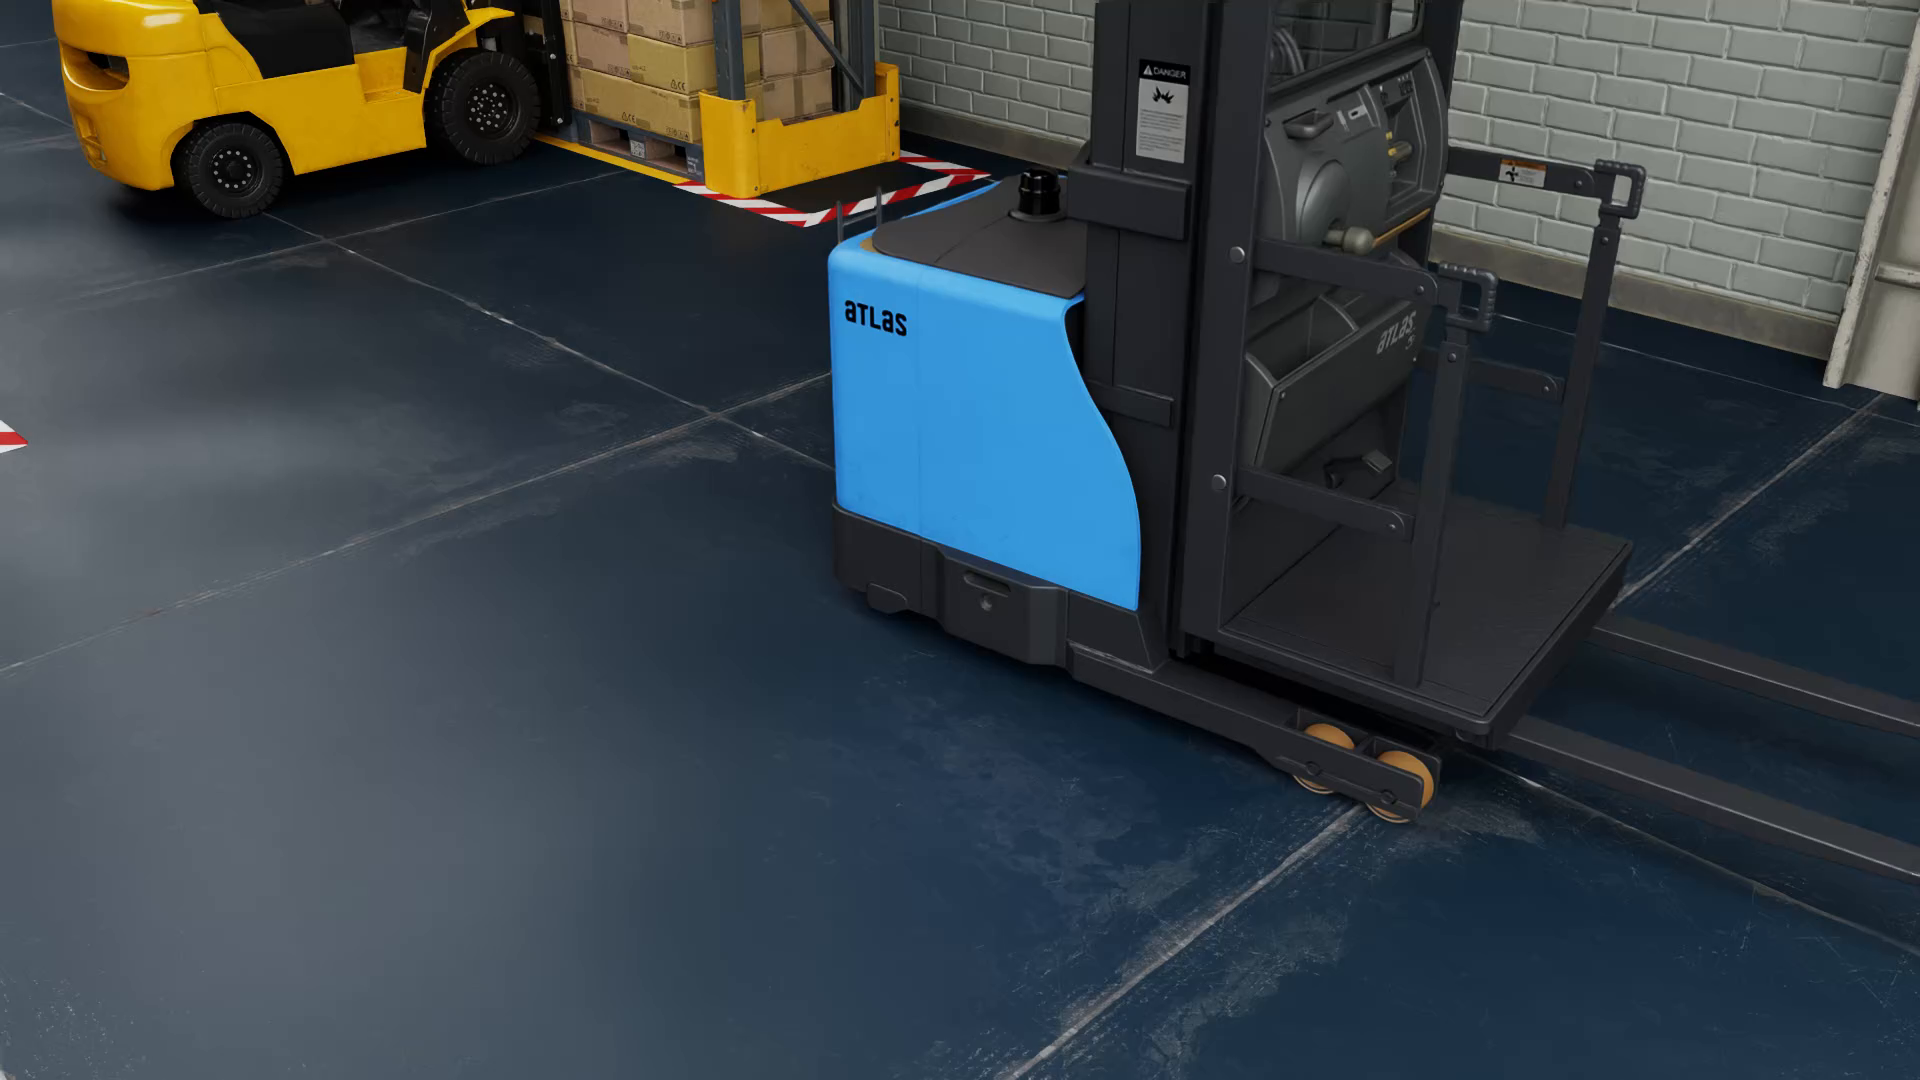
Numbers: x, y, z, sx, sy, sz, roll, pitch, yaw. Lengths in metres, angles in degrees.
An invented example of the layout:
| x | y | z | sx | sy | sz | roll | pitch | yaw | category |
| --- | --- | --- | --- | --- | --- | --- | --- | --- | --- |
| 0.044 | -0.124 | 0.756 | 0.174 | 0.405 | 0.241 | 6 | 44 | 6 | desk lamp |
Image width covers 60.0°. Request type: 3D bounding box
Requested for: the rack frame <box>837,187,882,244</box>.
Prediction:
| x | y | z | sx | sy | sz | roll | pitch | yaw | category |
| --- | --- | --- | --- | --- | --- | --- | --- | --- | --- |
| -0.300 | -0.565 | 5.197 | 0.008 | 1.050 | 0.200 | 19 | 33 | 32 | rack frame |

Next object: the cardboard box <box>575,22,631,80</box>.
| x | y | z | sx | sy | sz | roll | pitch | yaw | category |
| --- | --- | --- | --- | --- | --- | --- | --- | --- | --- |
| -1.774 | -2.754 | 9.231 | 0.500 | 0.250 | 0.500 | 24 | 36 | 38 | cardboard box |

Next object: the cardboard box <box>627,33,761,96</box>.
| x | y | z | sx | sy | sz | roll | pitch | yaw | category |
| --- | --- | --- | --- | --- | --- | --- | --- | --- | --- |
| -1.424 | -2.587 | 8.913 | 0.500 | 0.250 | 0.500 | 24 | 36 | 38 | cardboard box |

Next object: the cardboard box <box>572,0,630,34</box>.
| x | y | z | sx | sy | sz | roll | pitch | yaw | category |
| --- | --- | --- | --- | --- | --- | --- | --- | --- | --- |
| -1.773 | -2.964 | 9.094 | 0.500 | 0.250 | 0.500 | -25 | 36 | -38 | cardboard box |

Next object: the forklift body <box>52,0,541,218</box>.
| x | y | z | sx | sy | sz | roll | pitch | yaw | category |
| --- | --- | --- | --- | --- | --- | --- | --- | --- | --- |
| -3.489 | -2.979 | 8.605 | 1.214 | 2.155 | 2.313 | 25 | 36 | 38 | forklift body |

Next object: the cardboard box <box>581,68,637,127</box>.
| x | y | z | sx | sy | sz | roll | pitch | yaw | category |
| --- | --- | --- | --- | --- | --- | --- | --- | --- | --- |
| -1.762 | -2.524 | 9.331 | 0.500 | 0.250 | 0.500 | 25 | 36 | 38 | cardboard box |

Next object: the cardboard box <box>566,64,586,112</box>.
| x | y | z | sx | sy | sz | roll | pitch | yaw | category |
| --- | --- | --- | --- | --- | --- | --- | --- | --- | --- |
| -2.113 | -2.691 | 9.647 | 0.500 | 0.250 | 0.500 | -25 | 37 | -39 | cardboard box |

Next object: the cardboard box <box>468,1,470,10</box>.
| x | y | z | sx | sy | sz | roll | pitch | yaw | category |
| --- | --- | --- | --- | --- | --- | --- | --- | --- | --- |
| -2.871 | -3.245 | 10.164 | 0.500 | 0.250 | 0.500 | 24 | 36 | 38 | cardboard box |

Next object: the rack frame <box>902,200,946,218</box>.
| x | y | z | sx | sy | sz | roll | pitch | yaw | category |
| --- | --- | --- | --- | --- | --- | --- | --- | --- | --- |
| -0.104 | -0.497 | 5.068 | 0.008 | 1.050 | 0.200 | 19 | 33 | 32 | rack frame |

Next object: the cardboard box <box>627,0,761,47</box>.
| x | y | z | sx | sy | sz | roll | pitch | yaw | category |
| --- | --- | --- | --- | --- | --- | --- | --- | --- | --- |
| -1.405 | -2.800 | 8.780 | 0.500 | 0.250 | 0.500 | -24 | 36 | -38 | cardboard box |

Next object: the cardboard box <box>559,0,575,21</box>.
| x | y | z | sx | sy | sz | roll | pitch | yaw | category |
| --- | --- | --- | --- | --- | --- | --- | --- | --- | --- |
| -2.140 | -3.126 | 9.400 | 0.500 | 0.250 | 0.500 | -25 | 37 | -39 | cardboard box |

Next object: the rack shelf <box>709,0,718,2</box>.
| x | y | z | sx | sy | sz | roll | pitch | yaw | category |
| --- | --- | --- | --- | --- | --- | --- | --- | --- | --- |
| -2.284 | -3.676 | 9.791 | 4.000 | 0.370 | 1.077 | 25 | 36 | 38 | rack shelf |

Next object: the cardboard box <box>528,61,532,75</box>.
| x | y | z | sx | sy | sz | roll | pitch | yaw | category |
| --- | --- | --- | --- | --- | --- | --- | --- | --- | --- |
| -2.499 | -2.853 | 9.955 | 0.500 | 0.250 | 0.500 | -24 | 36 | -38 | cardboard box |

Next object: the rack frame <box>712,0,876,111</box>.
| x | y | z | sx | sy | sz | roll | pitch | yaw | category |
| --- | --- | --- | --- | --- | --- | --- | --- | --- | --- |
| -0.858 | -3.342 | 8.382 | 0.127 | 3.000 | 1.000 | 25 | 36 | 38 | rack frame |

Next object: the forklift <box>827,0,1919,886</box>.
| x | y | z | sx | sy | sz | roll | pitch | yaw | category |
| --- | --- | --- | --- | --- | --- | --- | --- | --- | --- |
| 1.114 | -0.905 | 3.821 | 3.031 | 2.935 | 1.130 | 19 | 33 | 32 | forklift |

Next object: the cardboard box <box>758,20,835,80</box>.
| x | y | z | sx | sy | sz | roll | pitch | yaw | category |
| --- | --- | --- | --- | --- | --- | --- | --- | --- | --- |
| -1.047 | -2.754 | 9.231 | 0.500 | 0.250 | 0.500 | -25 | 36 | -38 | cardboard box |

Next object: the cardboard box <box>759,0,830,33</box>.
| x | y | z | sx | sy | sz | roll | pitch | yaw | category |
| --- | --- | --- | --- | --- | --- | --- | --- | --- | --- |
| -1.068 | -2.973 | 9.109 | 0.500 | 0.250 | 0.500 | 24 | 36 | 38 | cardboard box |

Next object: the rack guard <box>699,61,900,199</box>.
| x | y | z | sx | sy | sz | roll | pitch | yaw | category |
| --- | --- | --- | --- | --- | --- | --- | --- | --- | --- |
| -0.840 | -2.227 | 8.949 | 0.348 | 0.500 | 1.175 | 25 | 36 | 38 | rack guard |

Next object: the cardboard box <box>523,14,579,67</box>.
| x | y | z | sx | sy | sz | roll | pitch | yaw | category |
| --- | --- | --- | --- | --- | --- | --- | --- | --- | --- |
| -2.157 | -2.916 | 9.538 | 0.500 | 0.250 | 0.500 | 24 | 36 | 37 | cardboard box |

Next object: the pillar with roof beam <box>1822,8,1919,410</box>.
| x | y | z | sx | sy | sz | roll | pitch | yaw | category |
| --- | --- | --- | --- | --- | --- | --- | --- | --- | --- |
| 0.538 | -3.137 | 1.546 | 0.400 | 9.000 | 9.100 | 25 | 36 | 38 | pillar with roof beam |

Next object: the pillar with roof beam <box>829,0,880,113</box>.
| x | y | z | sx | sy | sz | roll | pitch | yaw | category |
| --- | --- | --- | --- | --- | --- | --- | --- | --- | --- |
| -3.740 | -5.095 | 5.270 | 0.400 | 9.000 | 9.100 | 25 | 36 | 38 | pillar with roof beam |

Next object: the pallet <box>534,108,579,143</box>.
| x | y | z | sx | sy | sz | roll | pitch | yaw | category |
| --- | --- | --- | --- | --- | --- | --- | --- | --- | --- |
| -2.298 | -2.741 | 10.236 | 1.213 | 0.211 | 1.003 | 25 | 36 | 38 | pallet |

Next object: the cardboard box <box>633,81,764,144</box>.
| x | y | z | sx | sy | sz | roll | pitch | yaw | category |
| --- | --- | --- | --- | --- | --- | --- | --- | --- | --- |
| -1.414 | -2.359 | 9.016 | 0.500 | 0.250 | 0.500 | 25 | 37 | 39 | cardboard box |

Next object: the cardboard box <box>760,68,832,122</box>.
| x | y | z | sx | sy | sz | roll | pitch | yaw | category |
| --- | --- | --- | --- | --- | --- | --- | --- | --- | --- |
| -1.071 | -2.536 | 9.352 | 0.500 | 0.250 | 0.500 | 25 | 37 | 39 | cardboard box |

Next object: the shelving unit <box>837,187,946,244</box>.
| x | y | z | sx | sy | sz | roll | pitch | yaw | category |
| --- | --- | --- | --- | --- | --- | --- | --- | --- | --- |
| -0.202 | -0.531 | 5.132 | 0.252 | 1.050 | 0.215 | 19 | 33 | 32 | shelving unit |

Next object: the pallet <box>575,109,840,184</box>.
| x | y | z | sx | sy | sz | roll | pitch | yaw | category |
| --- | --- | --- | --- | --- | --- | --- | --- | --- | --- |
| -1.432 | -2.343 | 9.479 | 1.213 | 0.211 | 1.003 | 25 | 36 | 38 | pallet |
